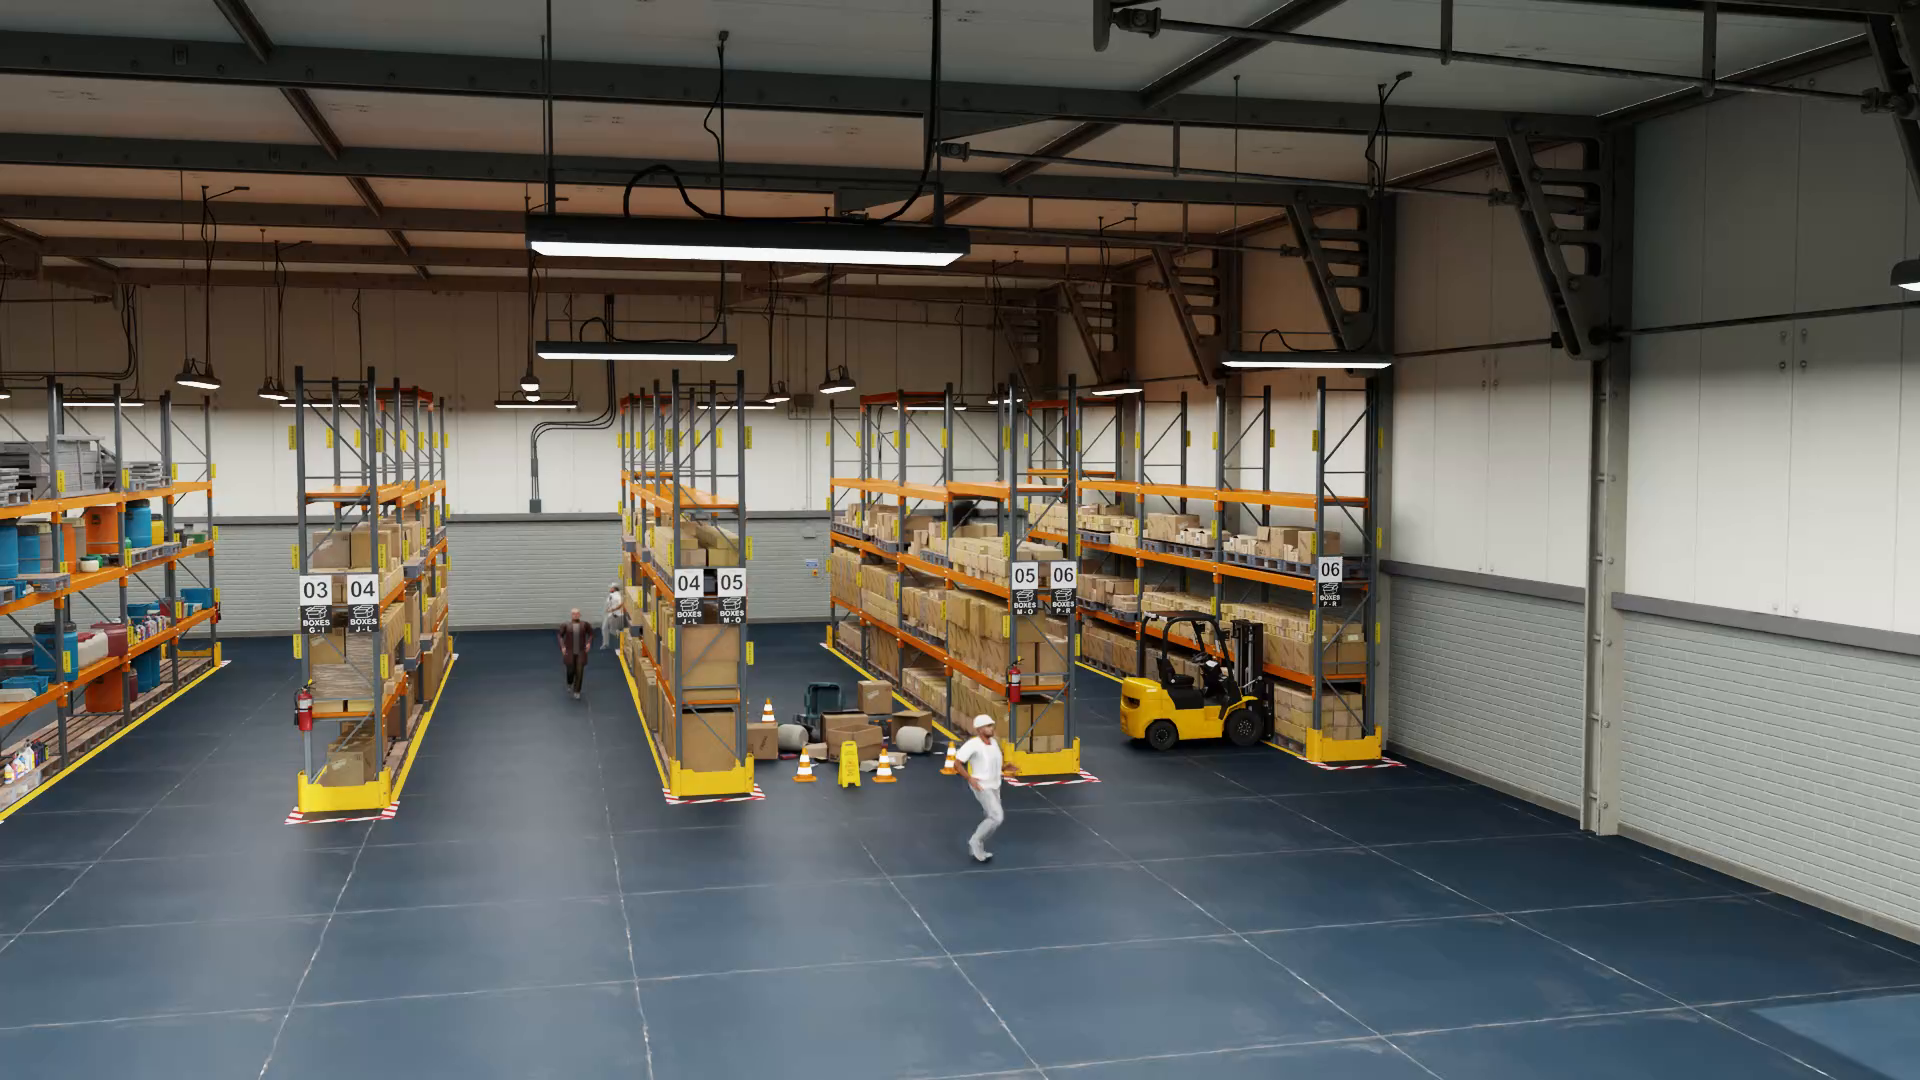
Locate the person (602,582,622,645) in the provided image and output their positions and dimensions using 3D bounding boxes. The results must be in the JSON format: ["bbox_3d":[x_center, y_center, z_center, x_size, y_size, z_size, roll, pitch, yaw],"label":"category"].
[{"bbox_3d":[-8.224,1.774,39.840,0.655,1.541,0.642,-2,4,-25],"label":"person"}]

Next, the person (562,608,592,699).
[{"bbox_3d":[-7.475,2.201,32.435,0.691,1.750,0.540,-1,4,-16],"label":"person"}]

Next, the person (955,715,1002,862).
[{"bbox_3d":[0.268,2.944,19.808,0.417,1.744,0.665,2,4,31],"label":"person"}]
